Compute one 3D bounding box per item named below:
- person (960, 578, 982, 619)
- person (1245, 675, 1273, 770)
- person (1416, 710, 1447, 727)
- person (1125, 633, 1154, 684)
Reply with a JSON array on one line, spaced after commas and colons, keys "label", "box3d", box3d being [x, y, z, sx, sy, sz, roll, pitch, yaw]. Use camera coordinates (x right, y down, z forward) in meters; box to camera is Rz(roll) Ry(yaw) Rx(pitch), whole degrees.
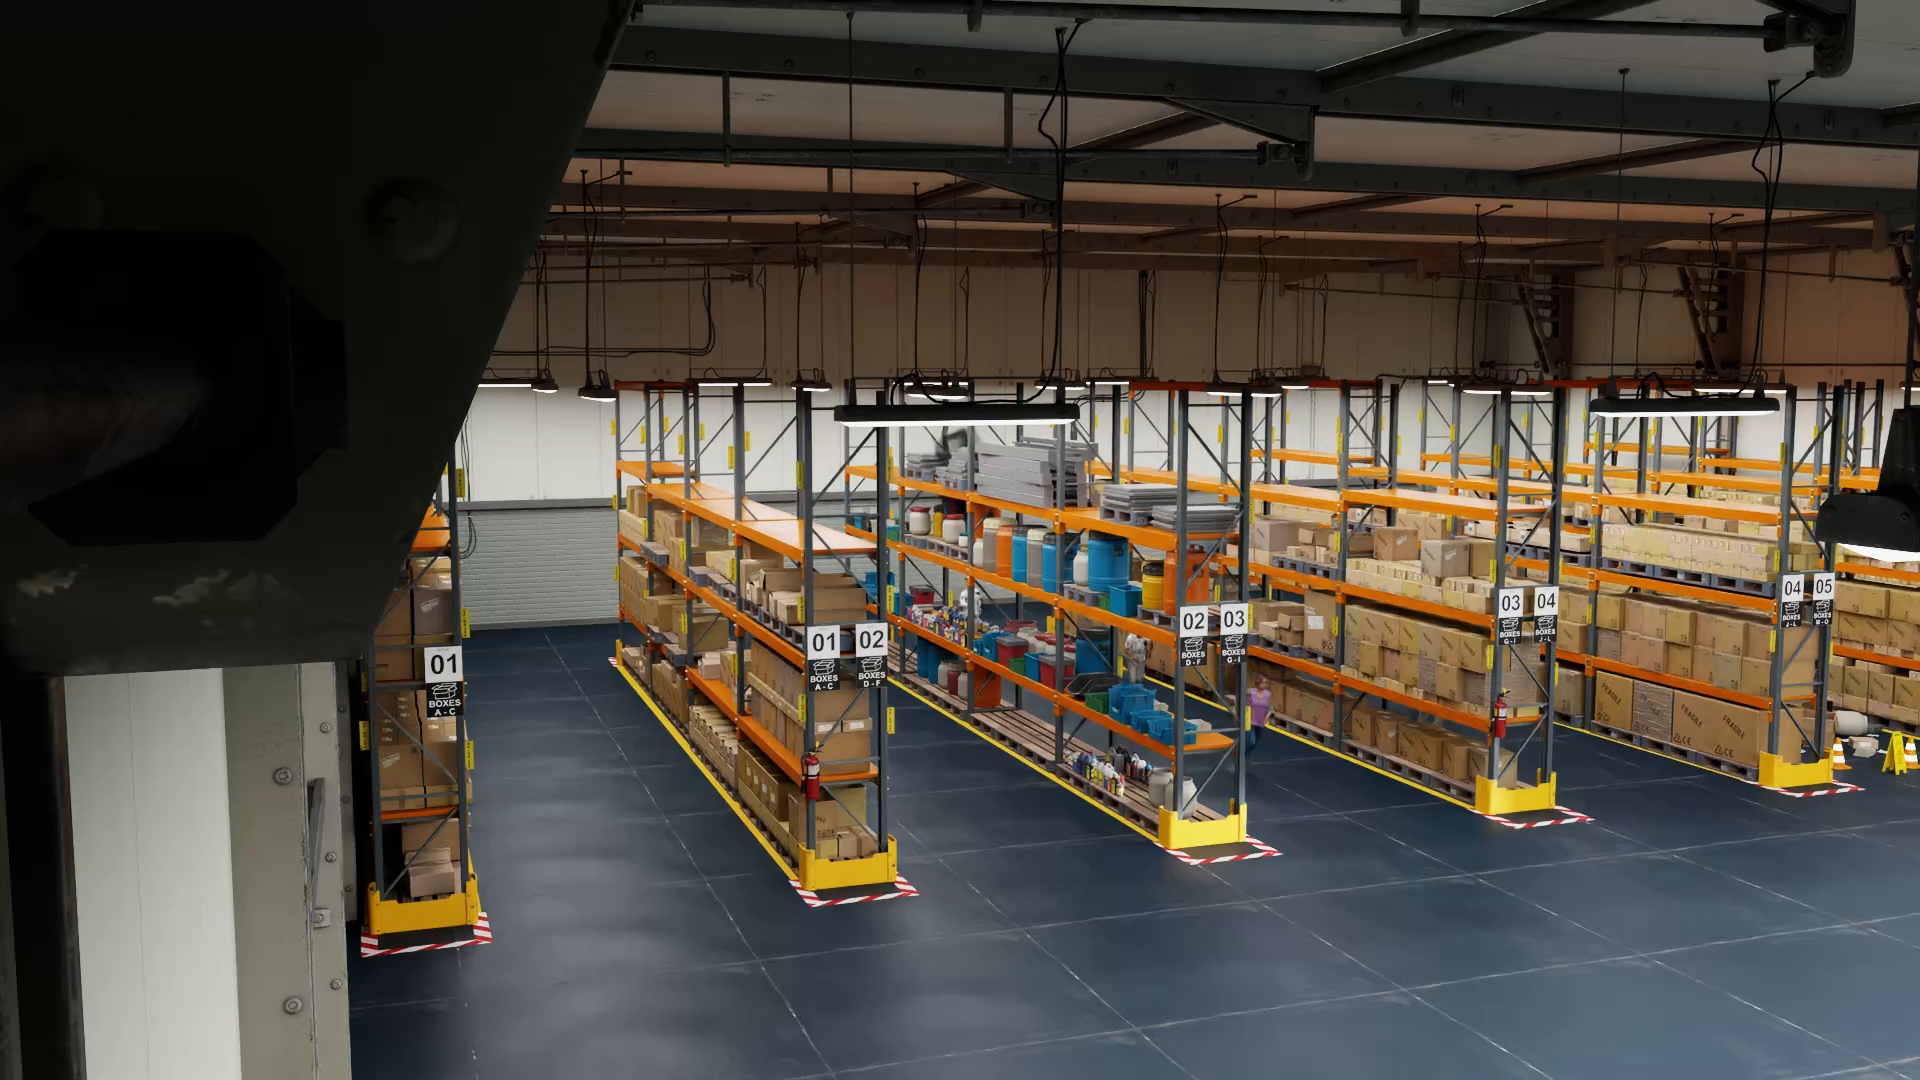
[{"label": "person", "box3d": [0.238, 1.647, 36.332, 0.586, 1.736, 0.845, -2, 6, -20]}, {"label": "person", "box3d": [4.492, 2.836, 25.573, 0.610, 1.554, 0.747, -1, 6, -13]}, {"label": "person", "box3d": [8.164, 2.590, 28.334, 0.811, 1.639, 0.654, 2, 6, 19]}, {"label": "person", "box3d": [3.359, 2.277, 31.367, 0.574, 1.506, 0.811, -1, 6, -11]}]
